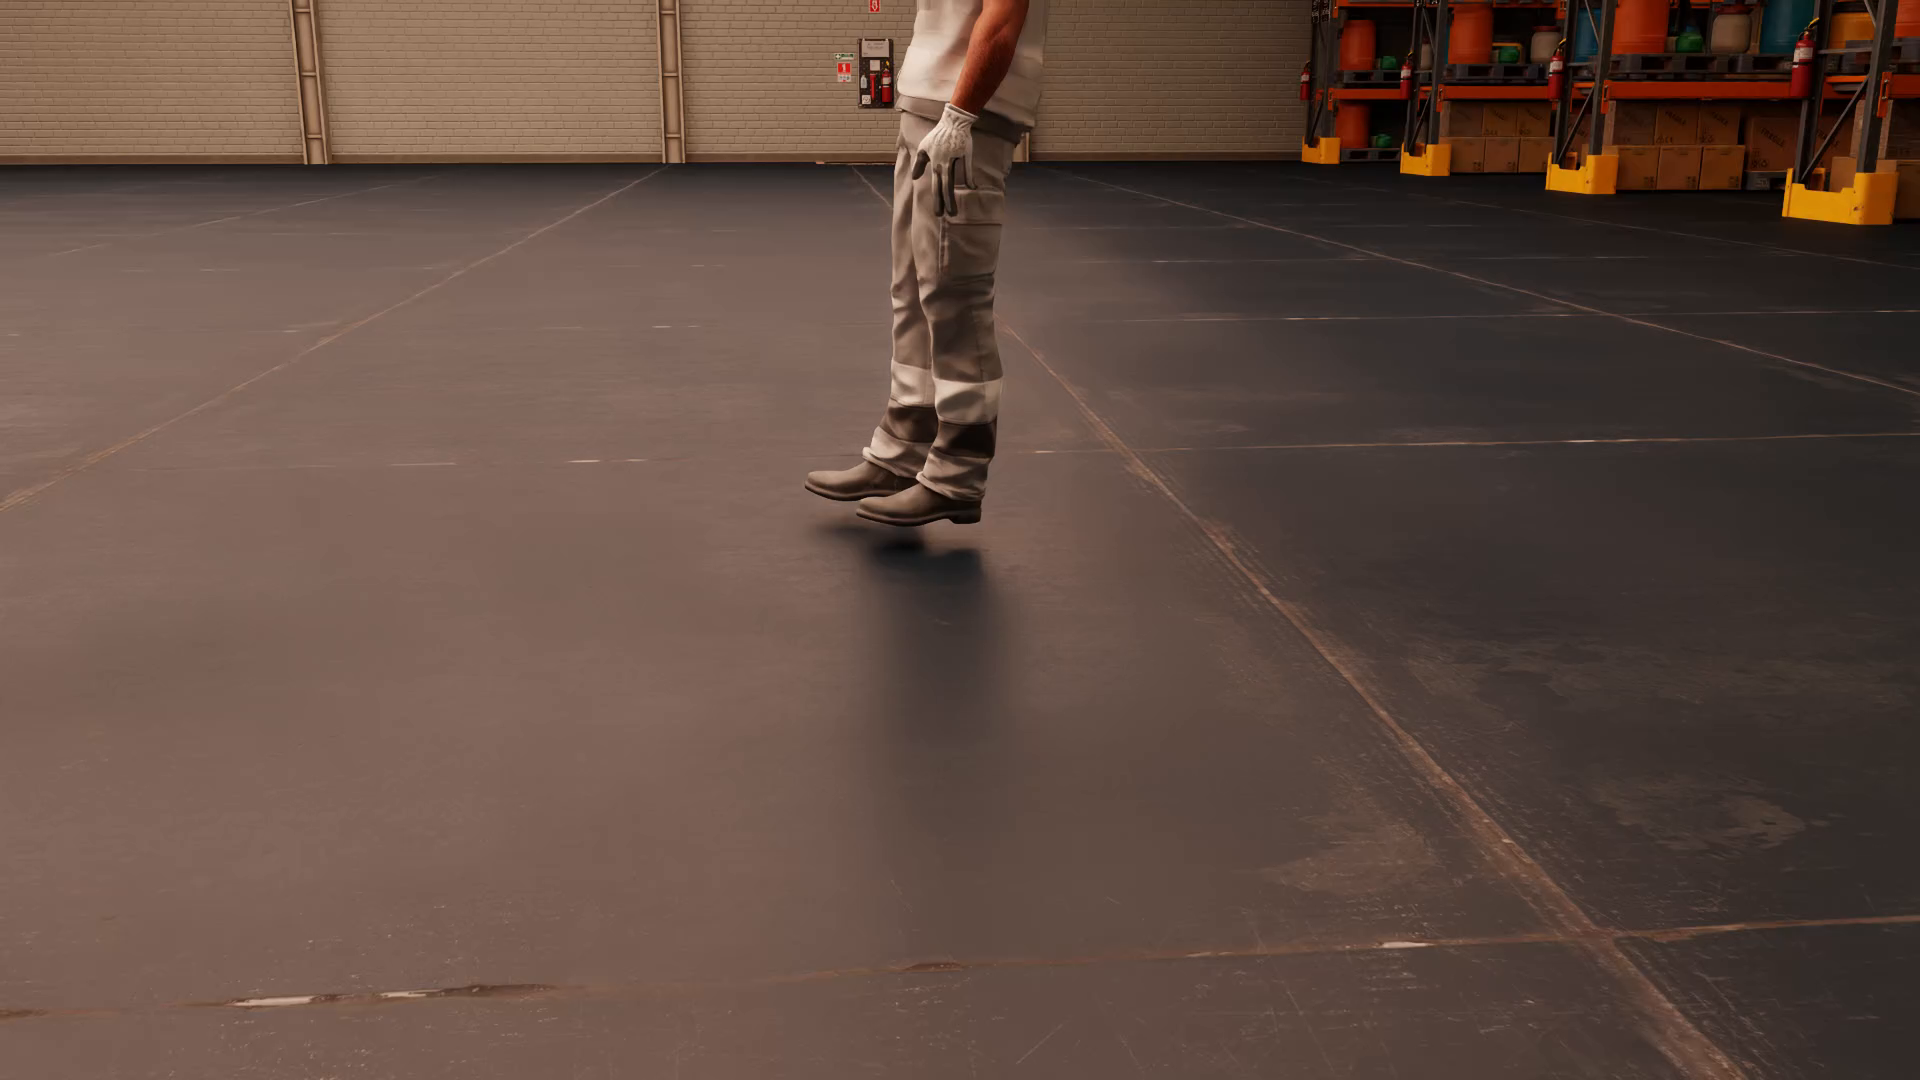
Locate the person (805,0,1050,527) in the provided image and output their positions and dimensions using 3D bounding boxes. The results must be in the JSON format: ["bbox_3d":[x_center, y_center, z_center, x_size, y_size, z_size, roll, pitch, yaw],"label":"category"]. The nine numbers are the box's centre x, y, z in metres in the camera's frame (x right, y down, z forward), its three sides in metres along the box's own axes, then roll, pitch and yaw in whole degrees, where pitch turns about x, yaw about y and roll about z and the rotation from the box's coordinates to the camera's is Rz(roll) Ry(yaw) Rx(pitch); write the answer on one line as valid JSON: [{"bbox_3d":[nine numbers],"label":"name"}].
[{"bbox_3d":[-0.081,-0.913,3.701,0.564,1.787,0.637,-1,15,-5],"label":"person"}]
